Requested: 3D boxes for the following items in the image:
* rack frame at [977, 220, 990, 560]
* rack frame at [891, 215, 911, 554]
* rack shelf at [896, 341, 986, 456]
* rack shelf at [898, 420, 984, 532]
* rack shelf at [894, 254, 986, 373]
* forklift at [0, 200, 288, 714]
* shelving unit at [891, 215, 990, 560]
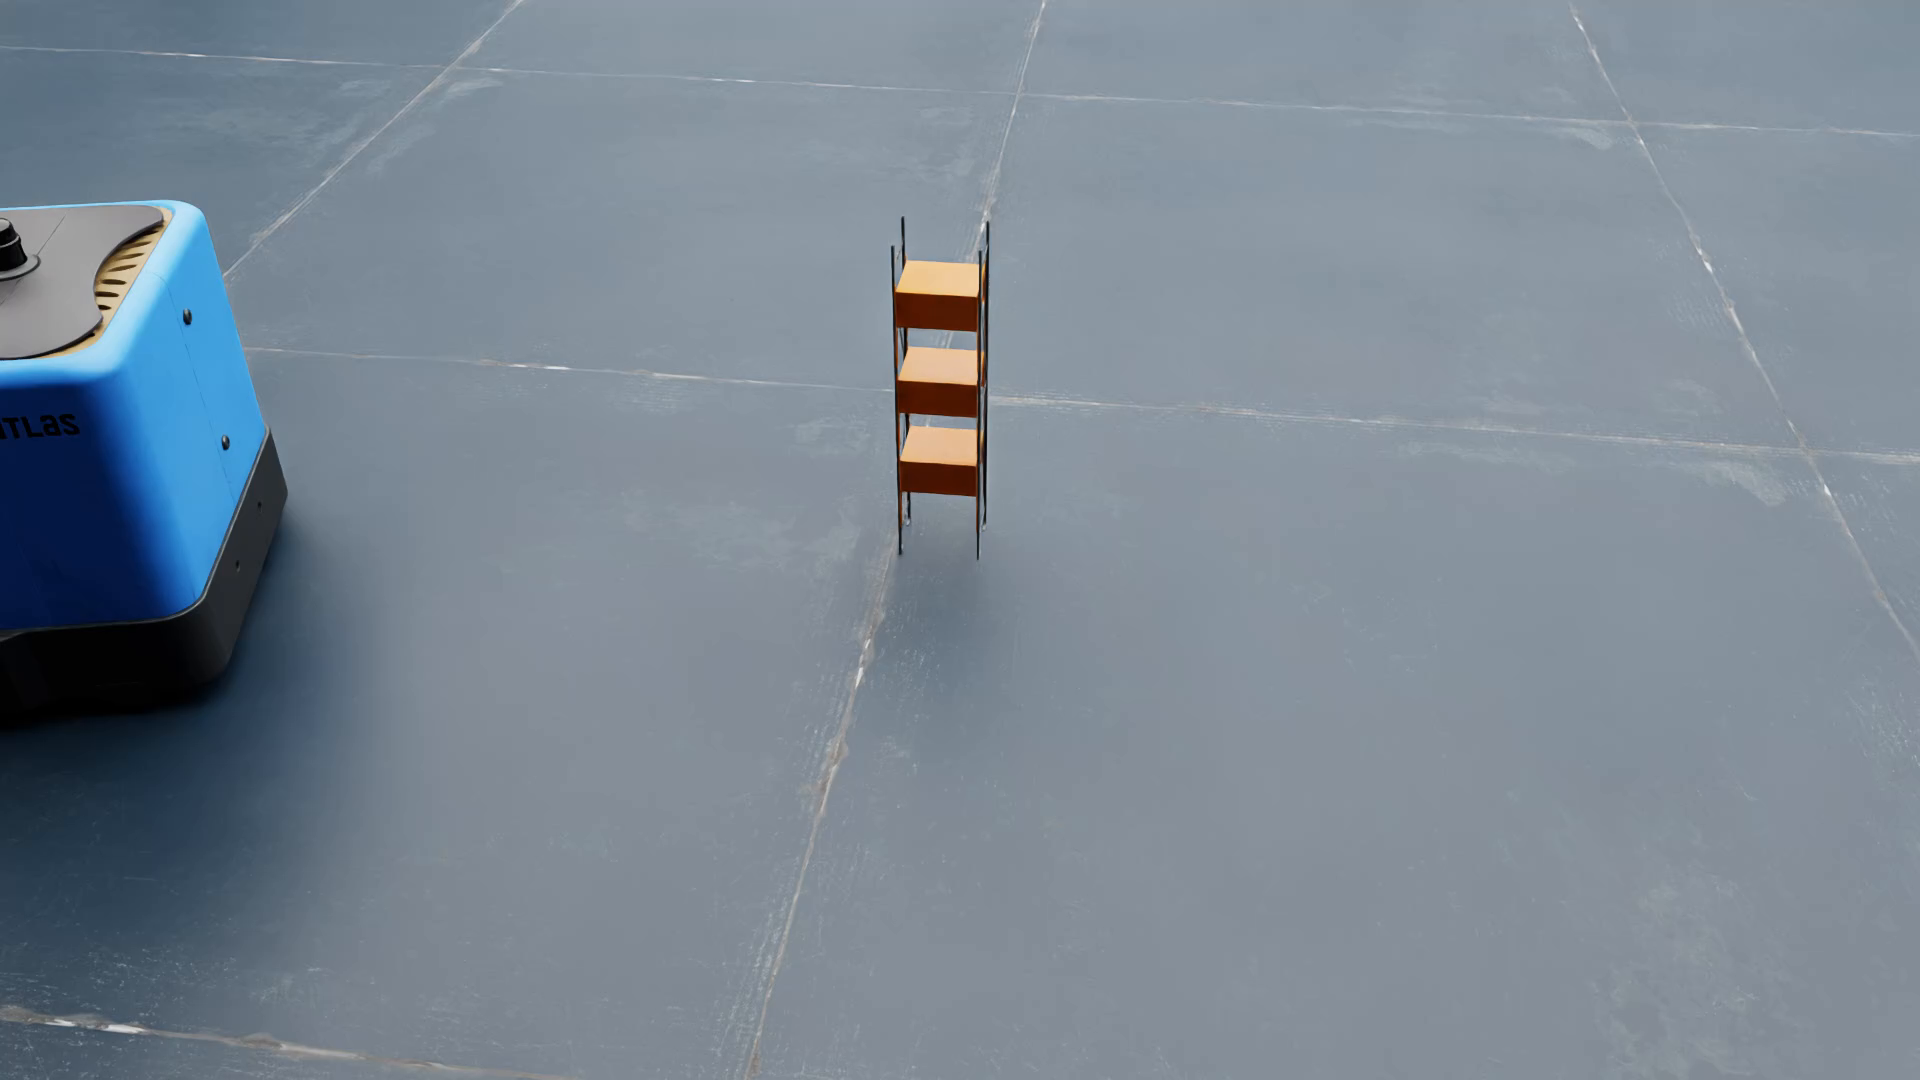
[{"bbox_3d":[0.068,-0.422,4.938,0.008,1.050,0.200,4,36,6],"label":"rack frame"},{"bbox_3d":[-0.174,-0.440,4.963,0.008,1.050,0.200,4,36,6],"label":"rack frame"},{"bbox_3d":[-0.053,-0.423,4.957,0.240,0.259,0.215,4,36,6],"label":"rack shelf"},{"bbox_3d":[-0.053,-0.196,5.118,0.240,0.259,0.215,4,36,6],"label":"rack shelf"},{"bbox_3d":[-0.053,-0.654,4.792,0.240,0.259,0.215,4,36,6],"label":"rack shelf"},{"bbox_3d":[-3.600,-0.919,4.015,3.031,2.935,1.130,-4,36,-6],"label":"forklift"},{"bbox_3d":[-0.053,-0.431,4.951,0.252,1.050,0.215,4,36,6],"label":"shelving unit"}]
